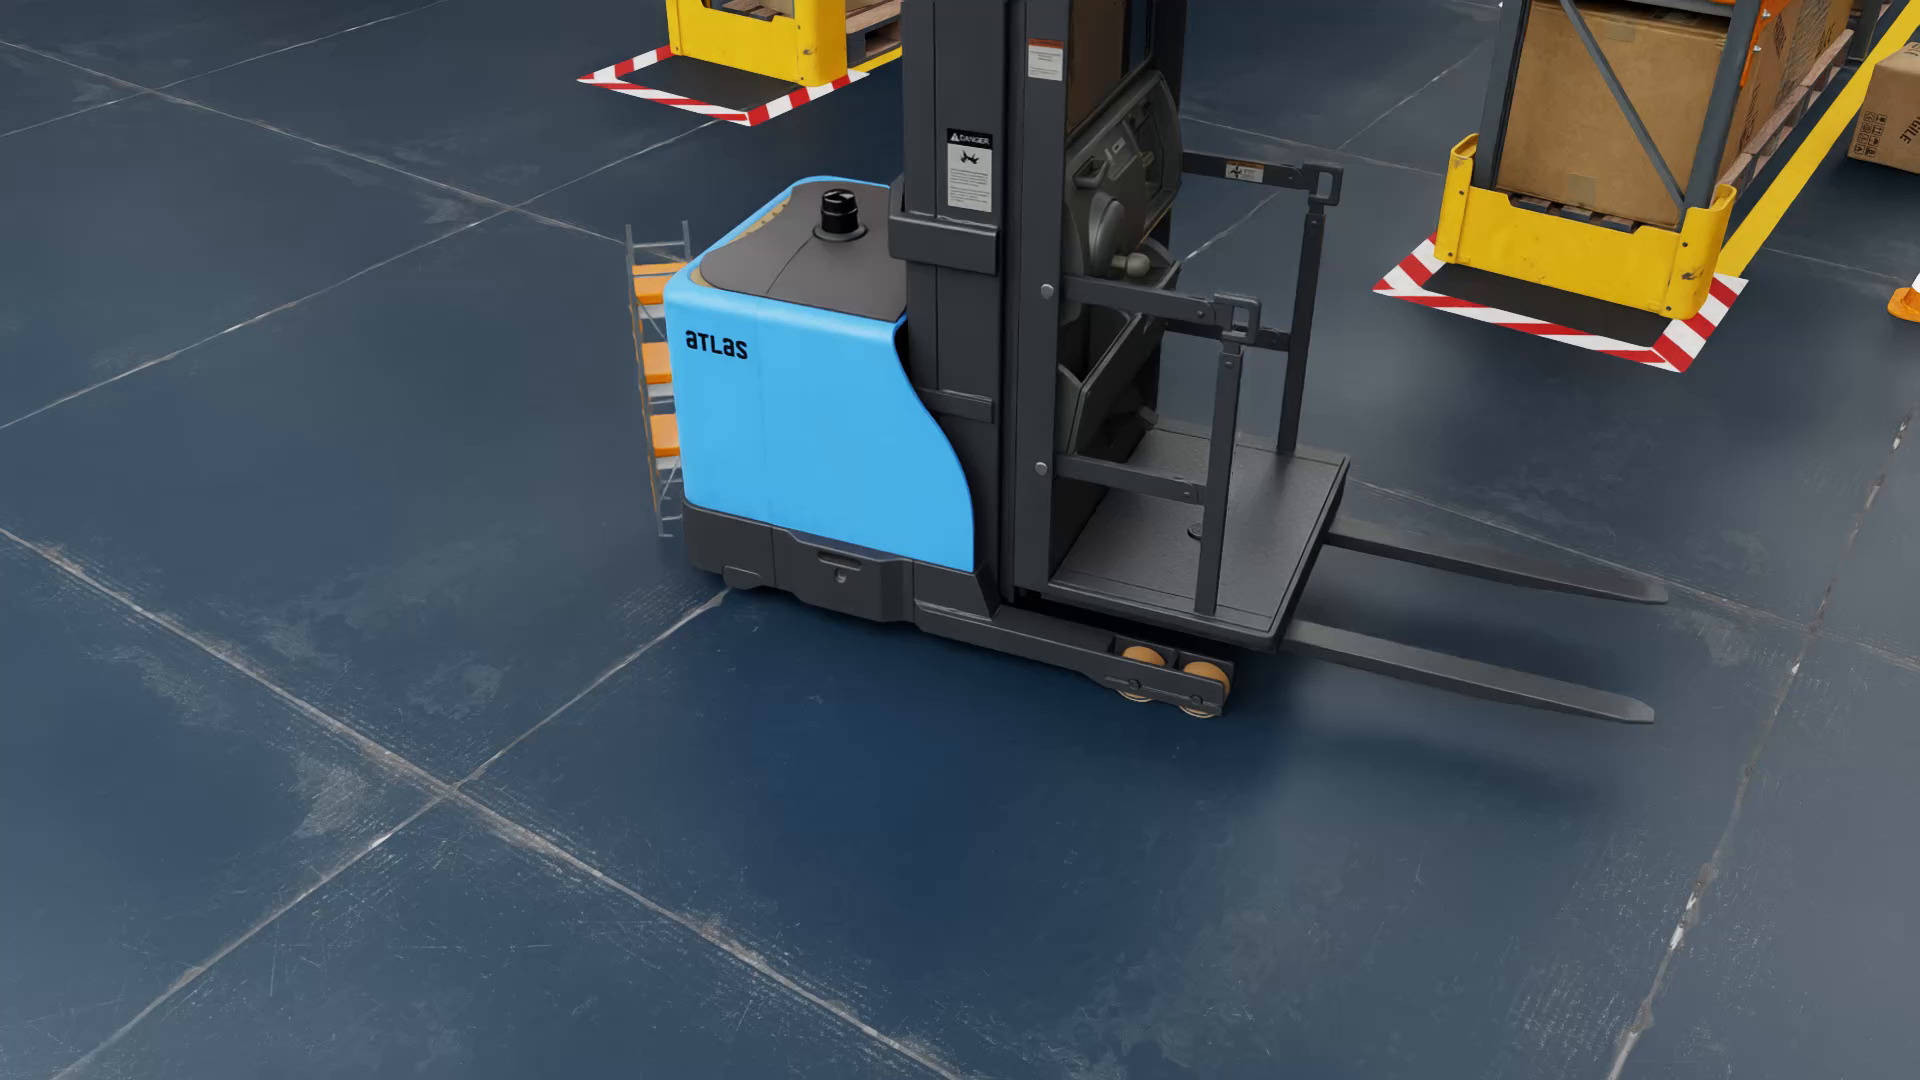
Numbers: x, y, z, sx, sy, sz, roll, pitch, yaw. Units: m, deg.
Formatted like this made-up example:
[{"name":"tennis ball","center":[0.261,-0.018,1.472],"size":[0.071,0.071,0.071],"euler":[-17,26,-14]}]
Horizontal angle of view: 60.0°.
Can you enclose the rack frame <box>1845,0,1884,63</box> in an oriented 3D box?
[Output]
[{"name":"rack frame","center":[5.038,-4.291,9.418],"size":[1.000,3.000,0.127],"euler":[21,39,28]}]

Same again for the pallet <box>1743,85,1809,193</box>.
[{"name":"pallet","center":[3.845,-2.247,8.885],"size":[1.003,0.211,1.213],"euler":[21,39,28]}]

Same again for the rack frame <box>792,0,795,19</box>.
[{"name":"rack frame","center":[-1.260,-4.081,9.107],"size":[1.000,3.000,0.127],"euler":[21,39,28]}]

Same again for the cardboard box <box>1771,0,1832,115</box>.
[{"name":"cardboard box","center":[4.111,-2.902,8.885],"size":[0.875,0.875,0.875],"euler":[22,40,29]}]

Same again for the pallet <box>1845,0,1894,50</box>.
[{"name":"pallet","center":[5.416,-3.515,10.760],"size":[1.003,0.211,1.213],"euler":[21,39,28]}]

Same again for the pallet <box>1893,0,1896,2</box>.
[{"name":"pallet","center":[6.111,-4.079,11.593],"size":[1.003,0.211,1.213],"euler":[21,39,28]}]

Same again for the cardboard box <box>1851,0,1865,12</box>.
[{"name":"cardboard box","center":[5.318,-3.848,10.395],"size":[1.050,0.750,0.750],"euler":[21,39,28]}]

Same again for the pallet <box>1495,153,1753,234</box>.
[{"name":"pallet","center":[3.149,-1.688,8.058],"size":[1.003,0.211,1.213],"euler":[21,39,28]}]

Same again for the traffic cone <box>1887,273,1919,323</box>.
[{"name":"traffic cone","center":[4.227,-1.190,7.097],"size":[0.336,0.463,0.334],"euler":[21,39,28]}]

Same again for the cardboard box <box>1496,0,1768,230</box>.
[{"name":"cardboard box","center":[3.090,-2.077,7.666],"size":[0.875,0.875,0.875],"euler":[21,40,28]}]

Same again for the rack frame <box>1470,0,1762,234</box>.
[{"name":"rack frame","center":[2.757,-2.450,6.696],"size":[1.000,3.000,0.127],"euler":[21,39,28]}]

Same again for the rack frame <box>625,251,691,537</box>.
[{"name":"rack frame","center":[-0.944,-0.458,5.486],"size":[0.200,1.050,0.008],"euler":[-5,34,-8]}]

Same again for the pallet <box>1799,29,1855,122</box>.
[{"name":"pallet","center":[4.540,-2.811,9.718],"size":[1.003,0.211,1.213],"euler":[21,39,28]}]

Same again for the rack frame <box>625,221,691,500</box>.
[{"name":"rack frame","center":[-0.985,-0.591,5.686],"size":[0.200,1.050,0.008],"euler":[-5,34,-8]}]

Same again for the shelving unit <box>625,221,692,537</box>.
[{"name":"shelving unit","center":[-0.965,-0.525,5.586],"size":[0.215,1.050,0.252],"euler":[-5,34,-8]}]

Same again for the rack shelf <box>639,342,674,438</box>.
[{"name":"rack shelf","center":[-0.965,-0.516,5.592],"size":[0.215,0.259,0.240],"euler":[-5,34,-8]}]

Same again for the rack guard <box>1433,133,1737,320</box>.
[{"name":"rack guard","center":[2.744,-1.404,7.380],"size":[1.175,0.500,0.348],"euler":[21,39,28]}]

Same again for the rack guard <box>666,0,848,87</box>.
[{"name":"rack guard","center":[-1.217,-3.081,9.859],"size":[1.175,0.500,0.348],"euler":[21,39,28]}]

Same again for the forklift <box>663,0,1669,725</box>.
[{"name":"forklift","center":[0.654,-1.023,4.646],"size":[3.031,2.935,1.130],"euler":[13,36,19]}]

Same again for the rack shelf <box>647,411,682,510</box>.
[{"name":"rack shelf","center":[-0.965,-0.284,5.746],"size":[0.215,0.259,0.240],"euler":[-5,34,-8]}]

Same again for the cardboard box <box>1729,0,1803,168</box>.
[{"name":"cardboard box","center":[3.590,-2.483,8.266],"size":[0.875,0.875,0.875],"euler":[21,39,27]}]

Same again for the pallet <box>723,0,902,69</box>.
[{"name":"pallet","center":[-0.724,-3.324,10.476],"size":[1.003,0.211,1.213],"euler":[21,39,28]}]

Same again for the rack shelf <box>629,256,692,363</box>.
[{"name":"rack shelf","center":[-0.965,-0.752,5.435],"size":[0.215,0.259,0.240],"euler":[-5,34,-8]}]

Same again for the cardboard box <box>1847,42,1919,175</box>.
[{"name":"cardboard box","center":[4.996,-2.215,8.576],"size":[0.500,0.500,0.500],"euler":[29,44,36]}]

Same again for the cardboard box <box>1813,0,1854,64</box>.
[{"name":"cardboard box","center":[4.622,-3.318,9.500],"size":[0.875,0.875,0.875],"euler":[22,40,29]}]

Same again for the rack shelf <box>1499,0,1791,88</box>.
[{"name":"rack shelf","center":[3.898,-3.073,8.258],"size":[1.077,0.370,4.000],"euler":[21,39,28]}]

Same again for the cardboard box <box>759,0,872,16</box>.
[{"name":"cardboard box","center":[-0.890,-3.502,10.107],"size":[0.500,0.500,0.500],"euler":[-29,43,-35]}]
